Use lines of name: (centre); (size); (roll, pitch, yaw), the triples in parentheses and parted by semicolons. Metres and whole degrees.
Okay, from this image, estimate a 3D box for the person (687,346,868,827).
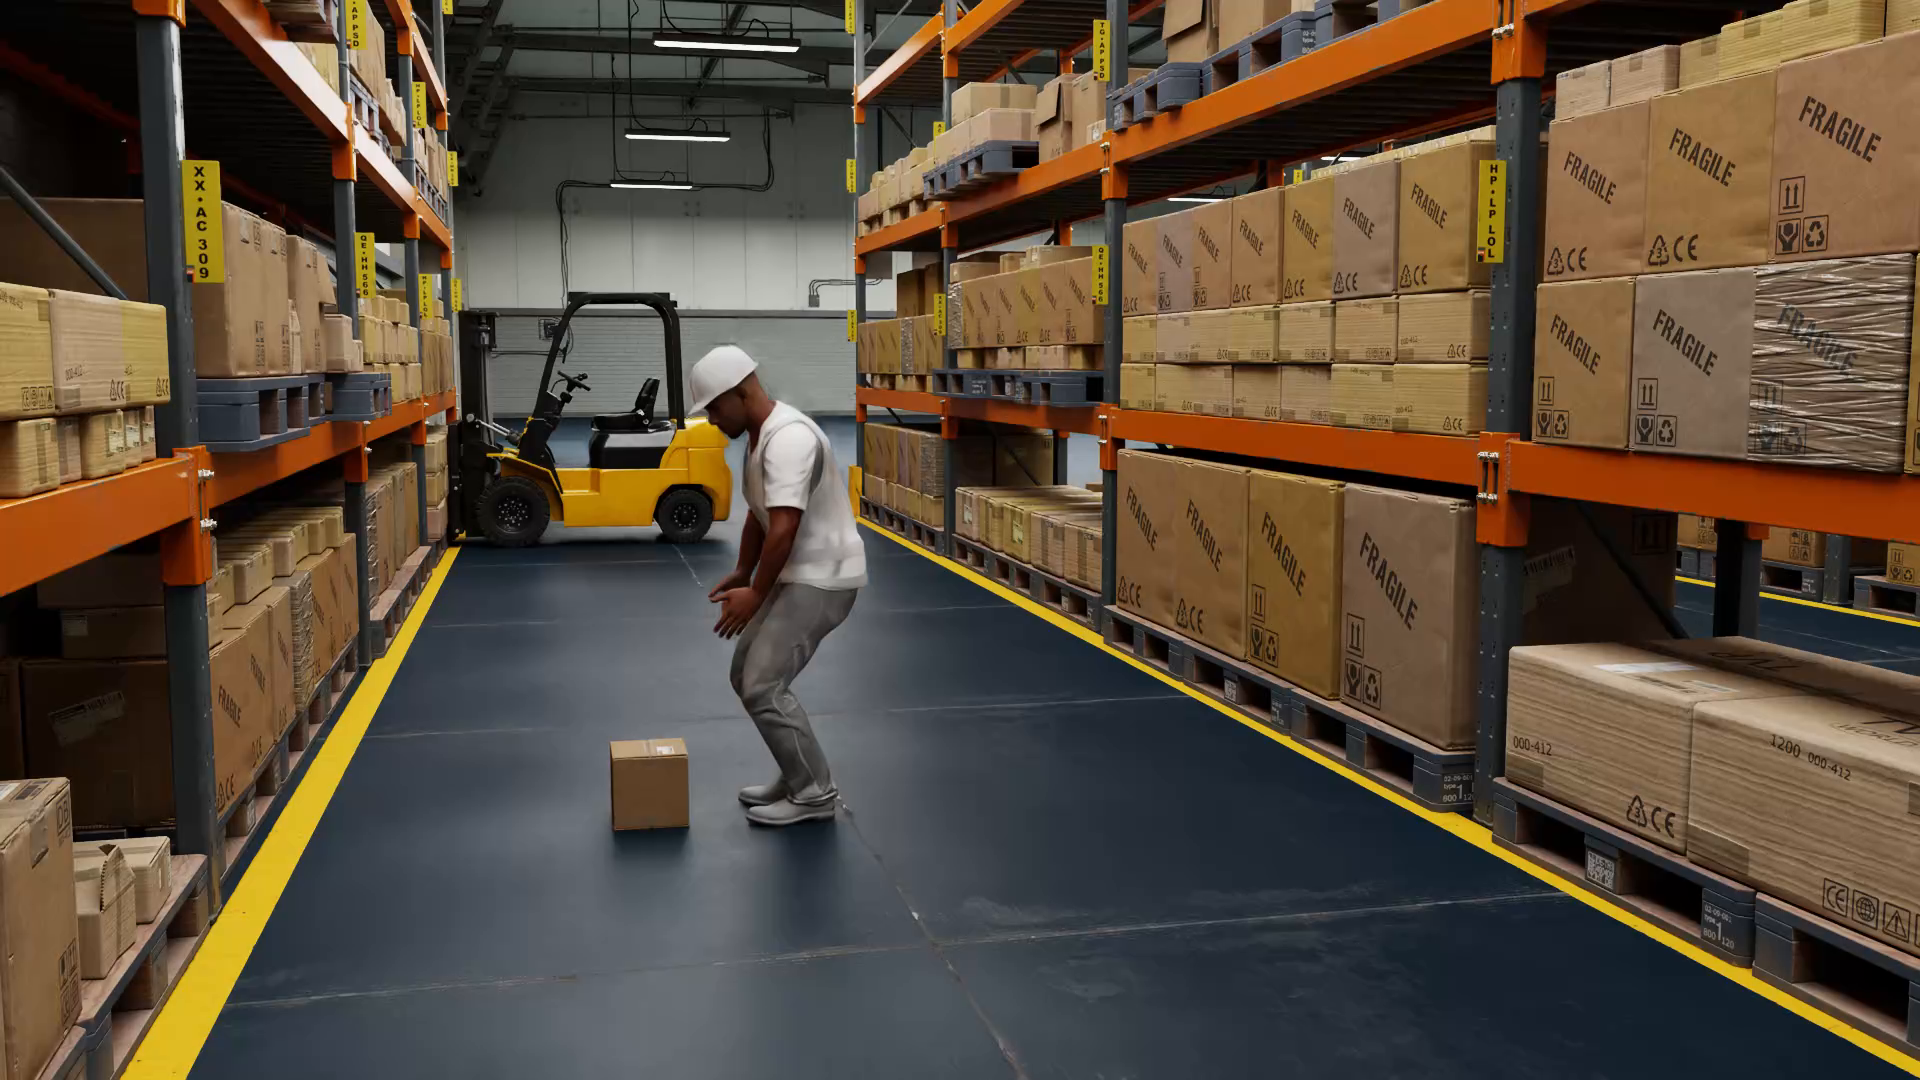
person: (-0.618, 0.149, 5.675); (0.599, 1.613, 0.612); (-1, 6, -13)
